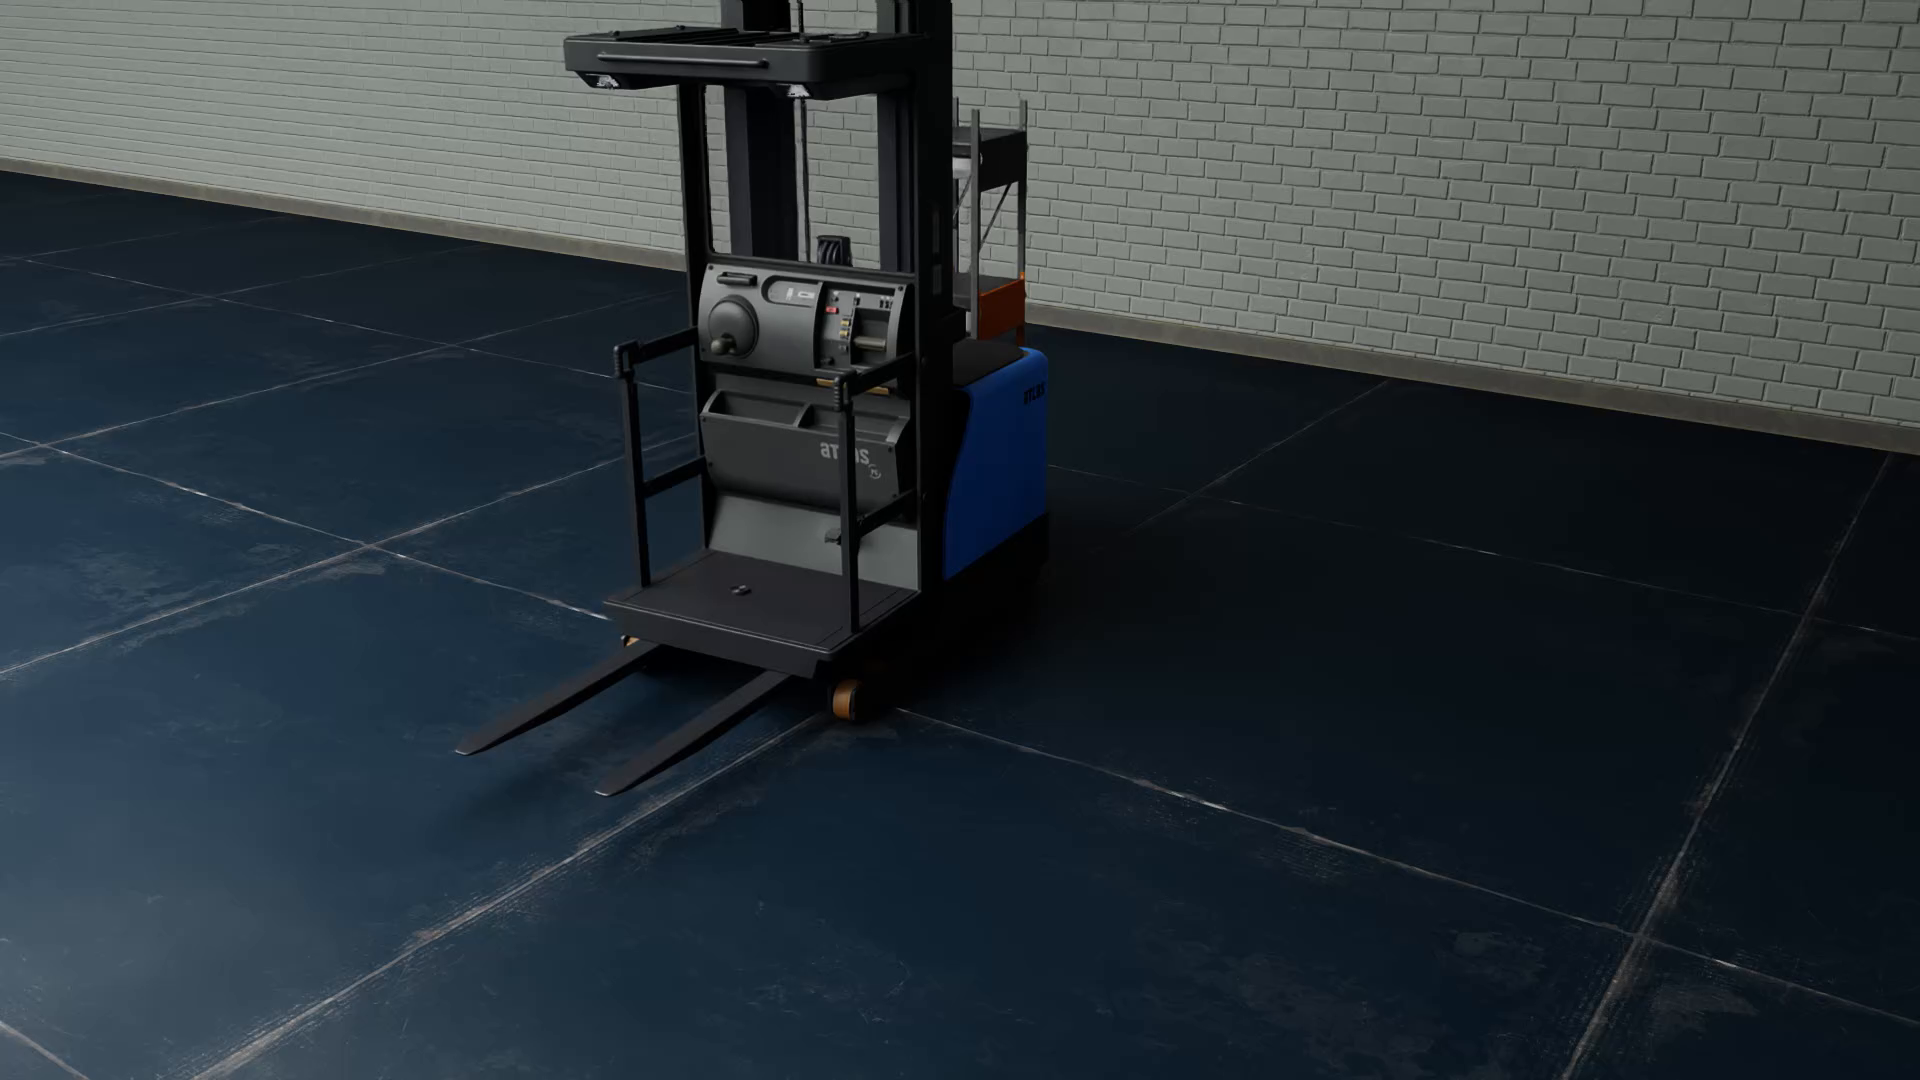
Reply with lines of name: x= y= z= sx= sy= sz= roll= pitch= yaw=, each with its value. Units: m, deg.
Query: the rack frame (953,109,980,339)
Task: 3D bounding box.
rack frame: x=-0.093 y=-0.952 z=7.812 sx=0.400 sy=2.100 sz=0.015 roll=10 pitch=23 yaw=26

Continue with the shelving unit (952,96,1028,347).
shelving unit: x=0.021 y=-1.027 z=8.014 sx=0.431 sy=2.100 sz=0.503 roll=10 pitch=23 yaw=26

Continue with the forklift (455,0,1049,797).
forklift: x=-0.724 y=-0.855 z=6.351 sx=1.130 sy=2.935 sz=3.031 roll=10 pitch=23 yaw=26

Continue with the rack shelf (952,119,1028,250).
rack shelf: x=0.021 y=-1.671 z=7.776 sx=0.431 sy=0.518 sz=0.480 roll=10 pitch=23 yaw=26

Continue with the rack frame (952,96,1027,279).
rack frame: x=0.135 y=-1.102 z=8.216 sx=0.400 sy=2.100 sz=0.015 roll=10 pitch=23 yaw=26

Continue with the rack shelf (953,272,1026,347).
rack shelf: x=0.021 y=-1.014 z=8.019 sx=0.431 sy=0.518 sz=0.480 roll=10 pitch=23 yaw=26
